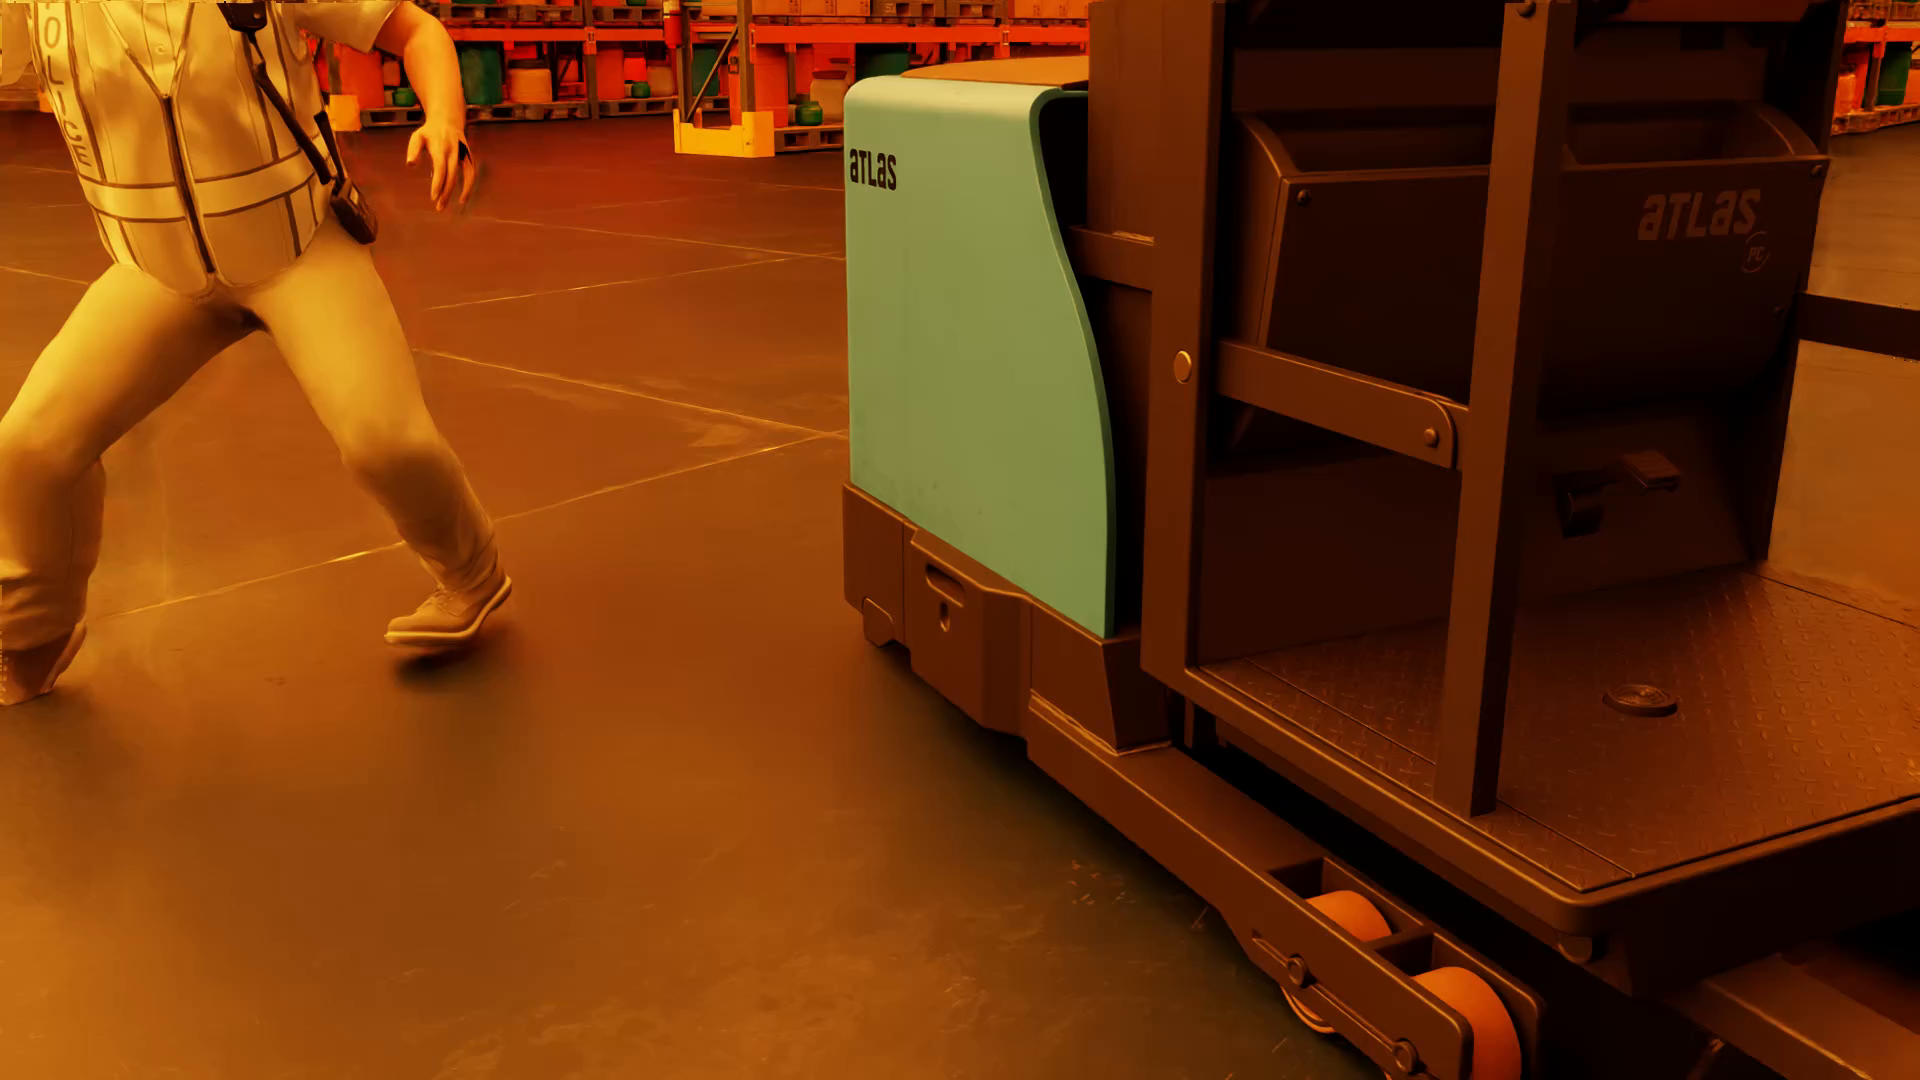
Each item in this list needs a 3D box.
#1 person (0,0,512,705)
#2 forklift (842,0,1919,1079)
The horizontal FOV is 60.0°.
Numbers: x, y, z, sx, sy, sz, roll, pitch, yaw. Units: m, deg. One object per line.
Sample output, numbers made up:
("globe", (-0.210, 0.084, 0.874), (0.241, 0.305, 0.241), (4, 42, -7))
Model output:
("person", (-1.348, -0.440, 2.887), (1.063, 1.710, 0.586), (-3, 17, -9))
("forklift", (0.865, -0.906, 1.883), (1.130, 2.935, 3.031), (-8, 19, -25))
